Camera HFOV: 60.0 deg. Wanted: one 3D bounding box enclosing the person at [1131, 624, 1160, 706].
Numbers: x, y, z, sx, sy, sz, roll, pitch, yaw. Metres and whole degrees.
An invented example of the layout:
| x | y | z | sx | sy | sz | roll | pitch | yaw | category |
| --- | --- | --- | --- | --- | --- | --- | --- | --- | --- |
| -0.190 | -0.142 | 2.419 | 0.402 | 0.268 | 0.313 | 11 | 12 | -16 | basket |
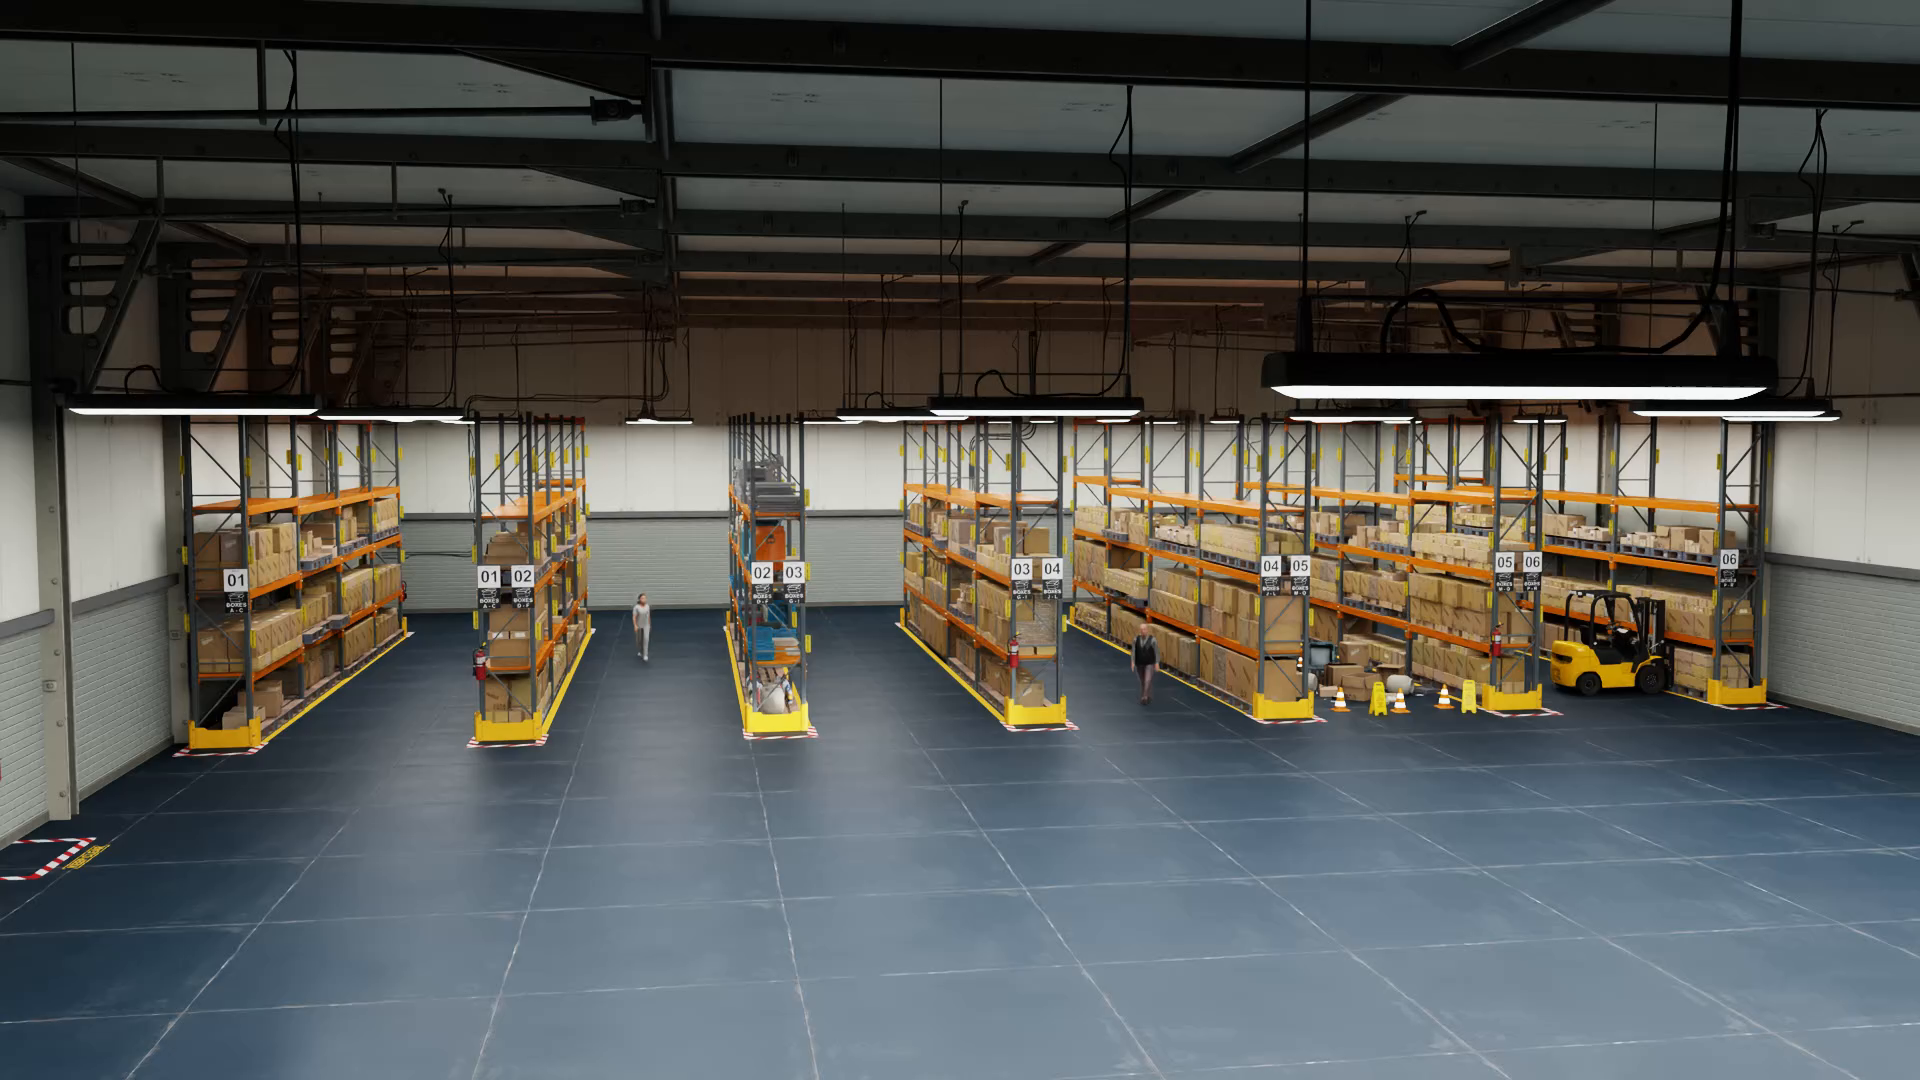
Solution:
| x | y | z | sx | sy | sz | roll | pitch | yaw | category |
| --- | --- | --- | --- | --- | --- | --- | --- | --- | --- |
| 3.753 | 2.599 | 34.018 | 0.556 | 1.568 | 1.043 | 2 | 5 | 30 | person |

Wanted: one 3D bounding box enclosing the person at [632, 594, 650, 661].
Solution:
| x | y | z | sx | sy | sz | roll | pitch | yaw | category |
| --- | --- | --- | --- | --- | --- | --- | --- | --- | --- |
| -7.828 | 2.129 | 40.842 | 0.430 | 1.611 | 1.082 | -1 | 4 | -13 | person |

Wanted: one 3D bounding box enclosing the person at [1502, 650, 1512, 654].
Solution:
| x | y | z | sx | sy | sz | roll | pitch | yaw | category |
| --- | --- | --- | --- | --- | --- | --- | --- | --- | --- |
| 12.418 | 2.381 | 37.878 | 0.411 | 1.567 | 0.723 | -1 | 4 | -20 | person |
